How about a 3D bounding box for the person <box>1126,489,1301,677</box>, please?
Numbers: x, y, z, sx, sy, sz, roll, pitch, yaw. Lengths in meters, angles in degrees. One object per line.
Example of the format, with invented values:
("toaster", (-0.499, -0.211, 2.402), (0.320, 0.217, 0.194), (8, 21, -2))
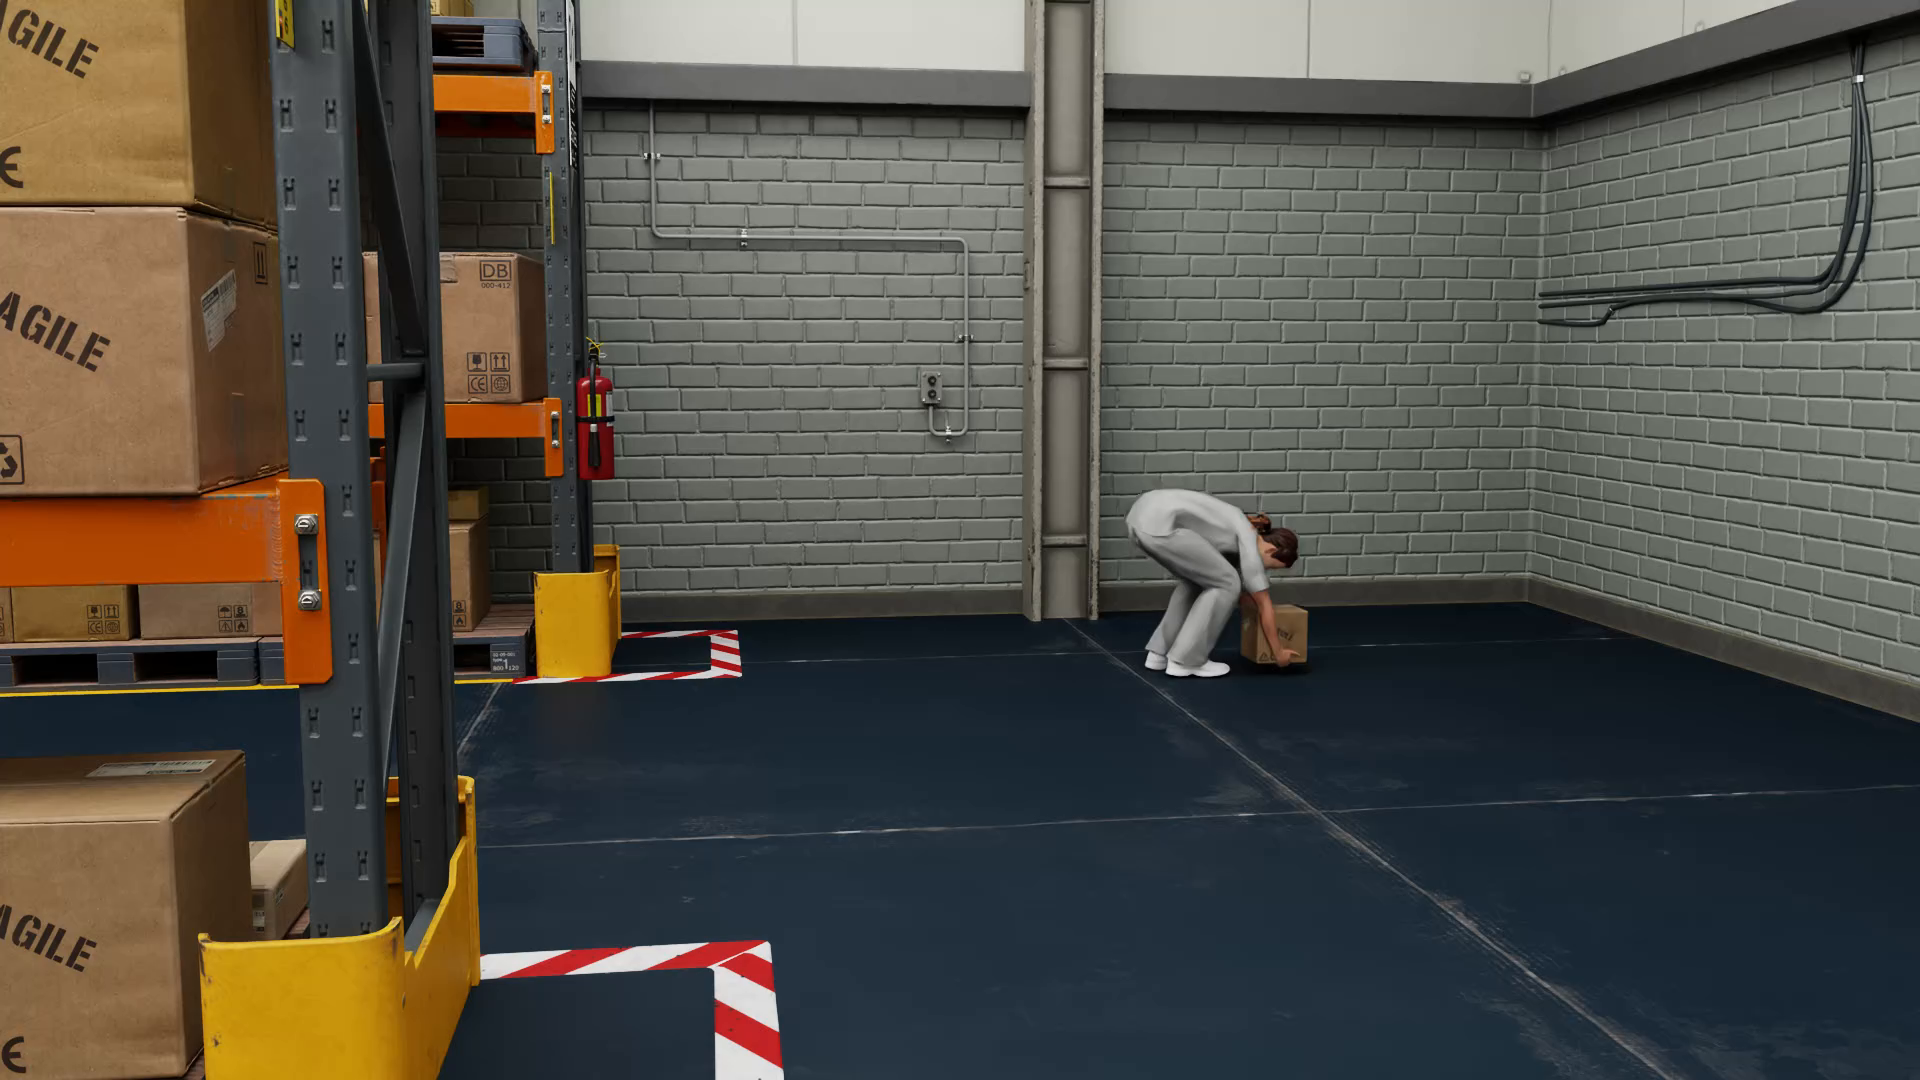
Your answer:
("person", (1.221, 0.195, 8.021), (0.847, 0.892, 0.462), (-1, 7, -11))
